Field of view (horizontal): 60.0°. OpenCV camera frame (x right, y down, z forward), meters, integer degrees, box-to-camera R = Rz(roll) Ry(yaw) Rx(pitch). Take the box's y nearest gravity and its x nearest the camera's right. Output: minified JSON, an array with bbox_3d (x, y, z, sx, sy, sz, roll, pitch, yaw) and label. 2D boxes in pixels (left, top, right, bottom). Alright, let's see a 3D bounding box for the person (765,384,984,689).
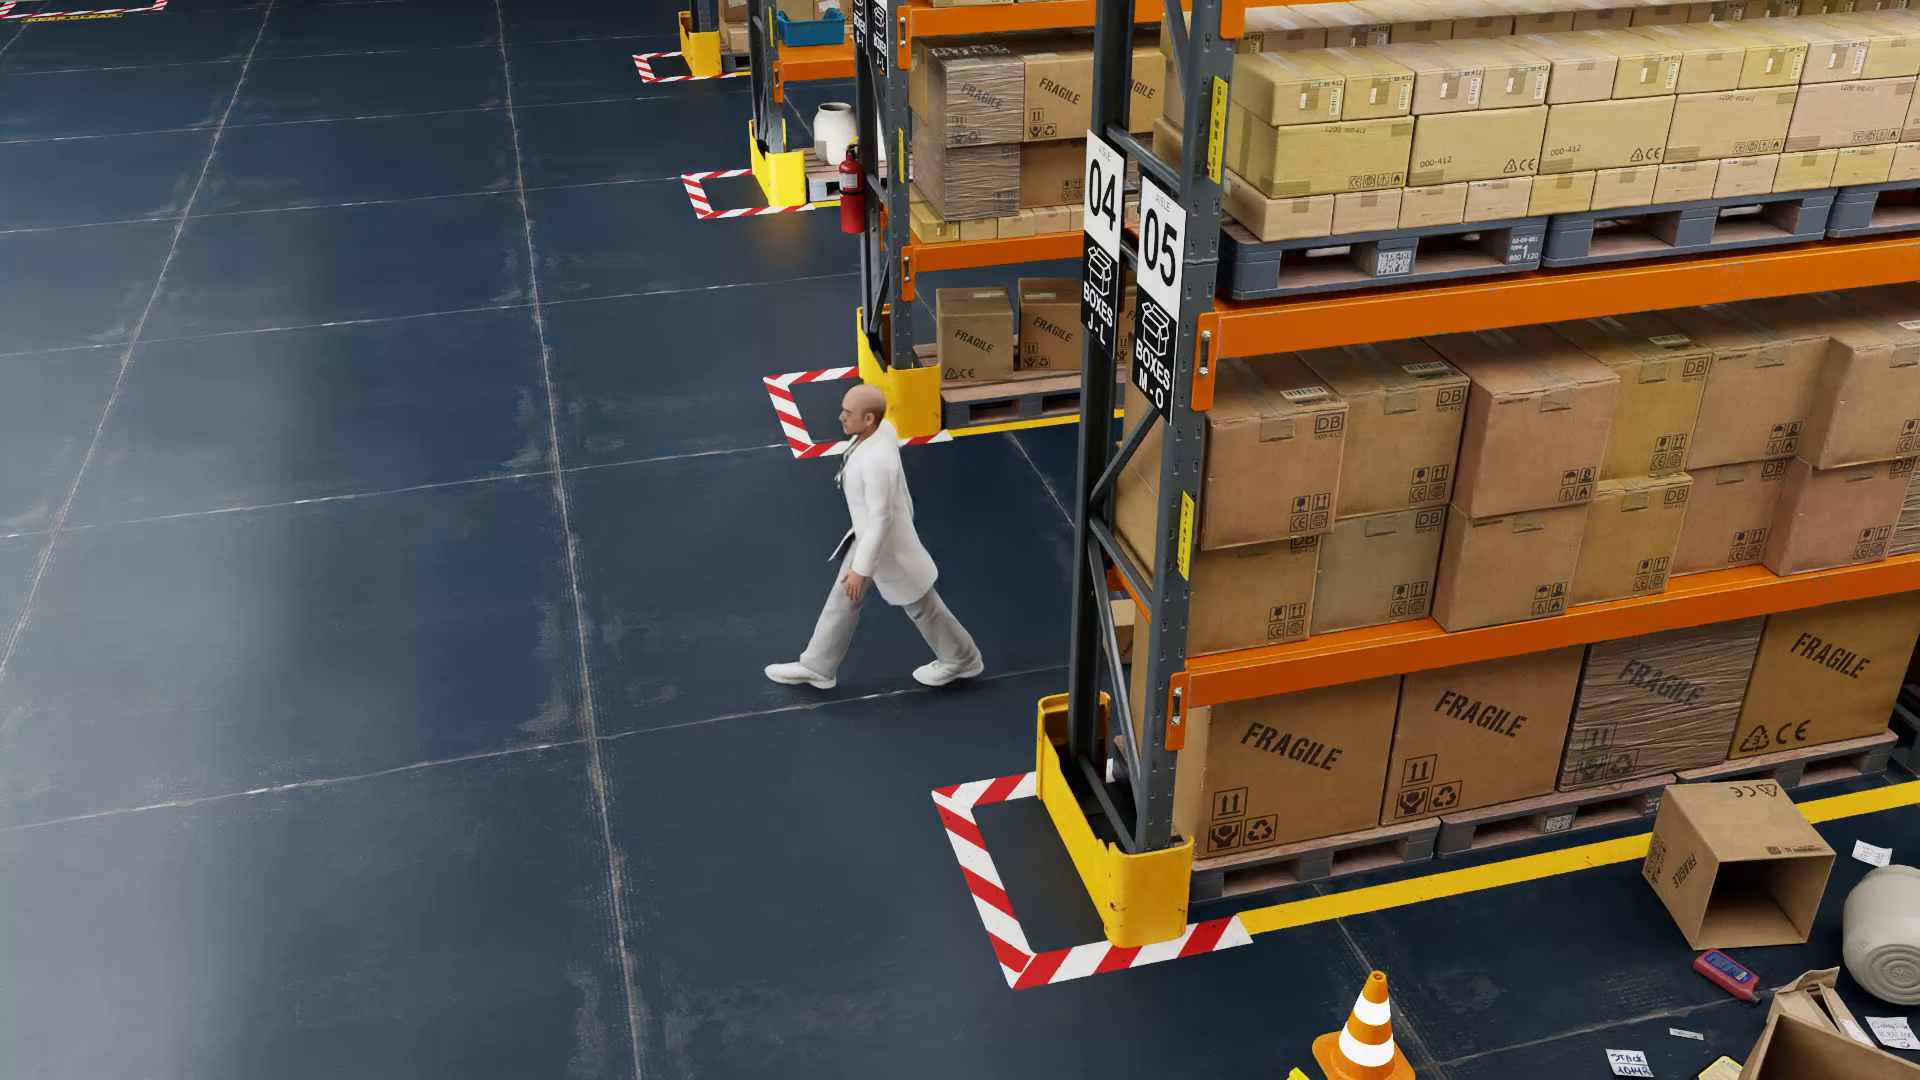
[{"bbox_3d":[-0.428,0.025,8.223,1.127,1.697,0.610,-6,30,-11],"label":"person"}]
